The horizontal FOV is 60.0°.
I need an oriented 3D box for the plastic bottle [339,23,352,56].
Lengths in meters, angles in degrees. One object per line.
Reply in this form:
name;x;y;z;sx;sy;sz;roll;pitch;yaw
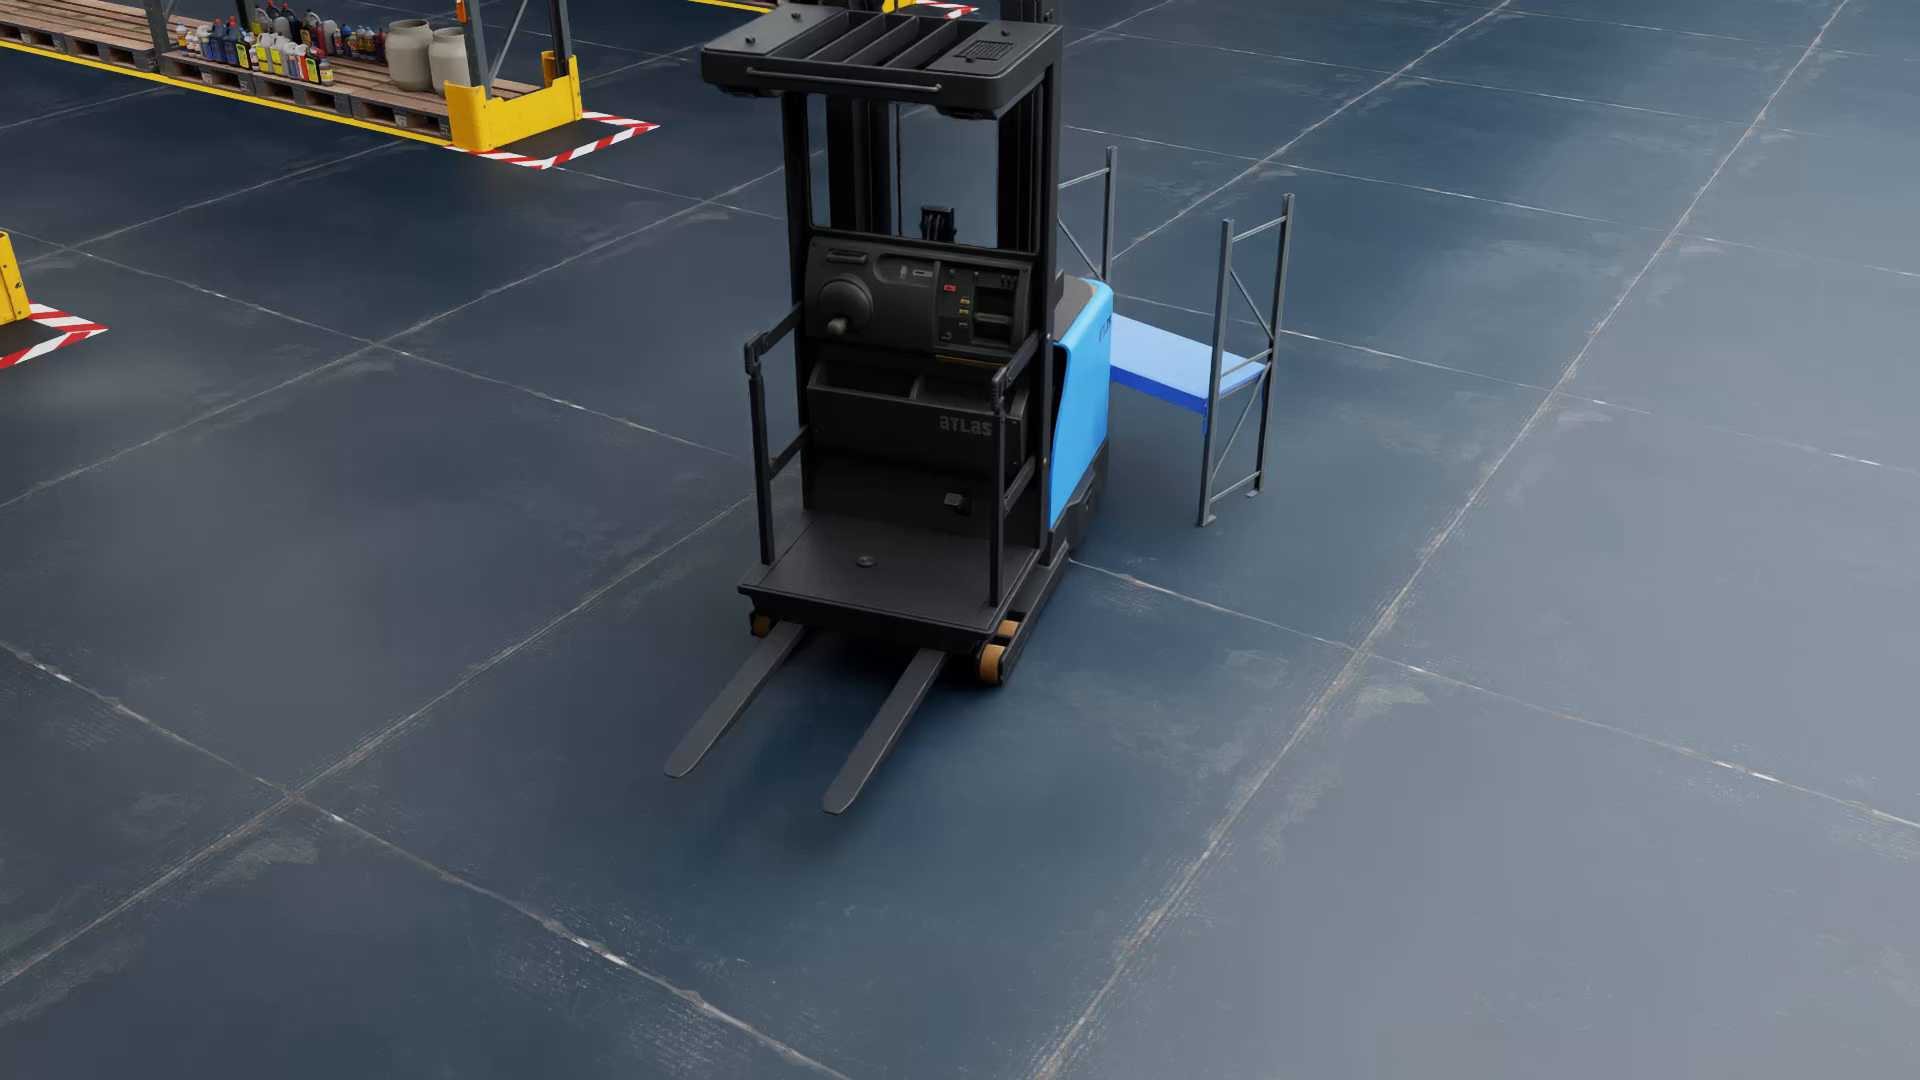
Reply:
plastic bottle;-5.372;-4.390;14.569;0.097;0.271;0.097;0;30;0

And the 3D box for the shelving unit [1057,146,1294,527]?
shelving unit;0.941;-0.985;7.949;1.048;1.500;0.538;26;39;37

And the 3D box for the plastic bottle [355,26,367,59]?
plastic bottle;-5.200;-4.336;14.476;0.097;0.271;0.097;0;30;0

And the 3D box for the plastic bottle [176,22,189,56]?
plastic bottle;-6.806;-4.397;14.582;0.097;0.271;0.097;0;30;0

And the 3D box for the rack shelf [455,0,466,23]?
rack shelf;-5.149;-4.812;13.735;4.000;0.370;1.077;18;35;27

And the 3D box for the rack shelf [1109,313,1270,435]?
rack shelf;0.941;-0.829;8.040;1.000;0.185;0.538;26;39;37

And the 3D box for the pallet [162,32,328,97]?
pallet;-6.296;-4.256;14.836;1.213;0.211;1.003;18;35;27

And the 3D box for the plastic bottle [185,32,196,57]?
plastic bottle;-6.720;-4.340;14.553;0.097;0.201;0.097;0;30;0

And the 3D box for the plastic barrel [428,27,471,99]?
plastic barrel;-4.053;-3.837;13.403;0.421;0.512;0.421;0;30;0

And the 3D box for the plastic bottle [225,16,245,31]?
plastic bottle;-6.303;-4.372;14.460;0.185;0.351;0.144;18;35;27

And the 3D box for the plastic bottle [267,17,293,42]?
plastic bottle;-6.039;-4.501;14.755;0.135;0.276;0.152;18;35;27

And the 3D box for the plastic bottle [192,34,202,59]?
plastic bottle;-6.634;-4.313;14.506;0.097;0.201;0.097;0;30;0

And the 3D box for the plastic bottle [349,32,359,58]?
plastic bottle;-5.284;-4.332;14.539;0.097;0.201;0.097;0;30;0

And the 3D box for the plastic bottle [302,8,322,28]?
plastic bottle;-5.708;-4.517;14.708;0.185;0.351;0.144;17;34;27

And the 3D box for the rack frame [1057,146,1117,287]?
rack frame;0.575;-1.162;8.253;0.032;1.500;0.500;26;39;37

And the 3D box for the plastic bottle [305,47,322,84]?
plastic bottle;-5.352;-3.932;13.772;0.133;0.283;0.061;18;35;29

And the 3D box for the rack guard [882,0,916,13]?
rack guard;-0.886;-5.641;16.924;0.348;0.500;1.175;18;35;27

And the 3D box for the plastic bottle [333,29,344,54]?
plastic bottle;-5.458;-4.387;14.633;0.097;0.201;0.097;0;30;0

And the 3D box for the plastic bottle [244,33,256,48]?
plastic bottle;-6.075;-4.202;14.248;0.097;0.271;0.097;0;30;0

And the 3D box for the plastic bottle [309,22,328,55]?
plastic bottle;-5.629;-4.397;14.569;0.133;0.283;0.061;18;35;27

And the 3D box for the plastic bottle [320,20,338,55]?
plastic bottle;-5.573;-4.439;14.649;0.135;0.276;0.152;18;35;28

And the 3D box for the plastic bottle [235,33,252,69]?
plastic bottle;-6.102;-4.169;14.179;0.133;0.283;0.061;19;35;29

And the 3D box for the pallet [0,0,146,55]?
pallet;-8.566;-4.974;16.067;1.213;0.211;1.003;18;35;27

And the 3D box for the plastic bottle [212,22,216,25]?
plastic bottle;-6.462;-4.373;14.529;0.133;0.283;0.061;18;35;27

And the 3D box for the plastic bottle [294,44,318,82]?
plastic bottle;-5.442;-3.984;13.869;0.135;0.276;0.152;18;35;28

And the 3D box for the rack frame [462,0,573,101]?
rack frame;-3.455;-4.587;12.635;0.127;3.000;1.000;18;35;27

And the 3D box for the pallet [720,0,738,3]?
pallet;-2.585;-6.076;17.956;1.213;0.211;1.003;18;35;27

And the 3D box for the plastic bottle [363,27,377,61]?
plastic bottle;-5.115;-4.309;14.430;0.097;0.271;0.097;0;30;0

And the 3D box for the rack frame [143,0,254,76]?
rack frame;-6.843;-5.658;14.472;0.127;3.000;1.000;18;35;27

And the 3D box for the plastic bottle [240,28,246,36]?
plastic bottle;-6.193;-4.289;14.396;0.097;0.271;0.097;0;30;0

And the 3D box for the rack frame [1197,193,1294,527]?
rack frame;1.308;-0.807;7.645;0.032;1.500;0.500;26;39;37

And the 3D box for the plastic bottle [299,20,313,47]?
plastic bottle;-5.741;-4.437;14.638;0.133;0.283;0.061;18;35;27

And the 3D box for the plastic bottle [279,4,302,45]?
plastic bottle;-5.982;-4.603;14.856;0.185;0.351;0.144;16;34;25

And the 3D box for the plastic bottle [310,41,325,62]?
plastic bottle;-5.386;-4.033;13.946;0.133;0.283;0.061;18;35;27

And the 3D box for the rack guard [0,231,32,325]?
rack guard;-6.071;-1.387;9.632;0.348;0.500;1.175;18;35;27

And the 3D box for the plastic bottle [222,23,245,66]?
plastic bottle;-6.220;-4.260;14.268;0.185;0.351;0.144;16;34;25

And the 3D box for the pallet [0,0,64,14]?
pallet;-9.595;-5.301;16.628;1.213;0.211;1.003;18;35;27

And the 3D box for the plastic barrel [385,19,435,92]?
plastic barrel;-4.478;-3.971;13.633;0.421;0.512;0.421;0;30;0

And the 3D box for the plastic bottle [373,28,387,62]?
plastic bottle;-5.007;-4.291;14.387;0.133;0.283;0.061;18;35;28

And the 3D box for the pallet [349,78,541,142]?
pallet;-4.230;-3.602;13.716;1.213;0.211;1.003;18;35;27

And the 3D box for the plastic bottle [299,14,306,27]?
plastic bottle;-5.822;-4.548;14.828;0.133;0.283;0.061;20;36;31

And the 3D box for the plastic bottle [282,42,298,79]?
plastic bottle;-5.560;-4.022;13.933;0.135;0.276;0.152;17;34;26

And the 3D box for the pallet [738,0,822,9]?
pallet;-1.555;-5.749;17.395;1.213;0.211;1.003;18;35;27

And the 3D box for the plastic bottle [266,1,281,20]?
plastic bottle;-6.144;-4.655;14.944;0.185;0.351;0.144;17;34;26

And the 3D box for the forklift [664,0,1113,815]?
forklift;-0.240;-0.910;6.401;1.130;2.935;3.031;10;32;16

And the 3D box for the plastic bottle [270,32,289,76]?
plastic bottle;-5.702;-4.096;13.987;0.185;0.351;0.144;19;35;29

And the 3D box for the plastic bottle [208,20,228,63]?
plastic bottle;-6.380;-4.311;14.355;0.185;0.351;0.144;19;35;29

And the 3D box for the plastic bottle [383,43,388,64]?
plastic bottle;-4.913;-4.214;14.338;0.097;0.201;0.097;0;30;0

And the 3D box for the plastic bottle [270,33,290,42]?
plastic bottle;-5.802;-4.184;14.211;0.135;0.276;0.152;18;35;27

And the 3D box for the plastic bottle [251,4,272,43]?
plastic bottle;-6.221;-4.593;14.838;0.185;0.351;0.144;18;35;27

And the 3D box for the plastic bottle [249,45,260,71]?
plastic bottle;-5.993;-4.110;14.158;0.097;0.201;0.097;0;30;0

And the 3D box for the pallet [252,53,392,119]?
pallet;-5.259;-3.930;14.276;1.213;0.211;1.003;18;35;27

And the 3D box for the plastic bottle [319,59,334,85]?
plastic bottle;-5.244;-3.873;13.752;0.097;0.201;0.097;0;30;0

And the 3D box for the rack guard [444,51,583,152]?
rack guard;-3.544;-3.507;13.266;0.348;0.500;1.175;18;35;27

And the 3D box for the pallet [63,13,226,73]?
pallet;-7.529;-4.648;15.507;1.213;0.211;1.003;18;35;27

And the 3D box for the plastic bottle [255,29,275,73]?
plastic bottle;-5.860;-4.146;14.073;0.185;0.351;0.144;17;34;27

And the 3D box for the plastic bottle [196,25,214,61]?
plastic bottle;-6.518;-4.324;14.452;0.135;0.276;0.152;19;35;29
